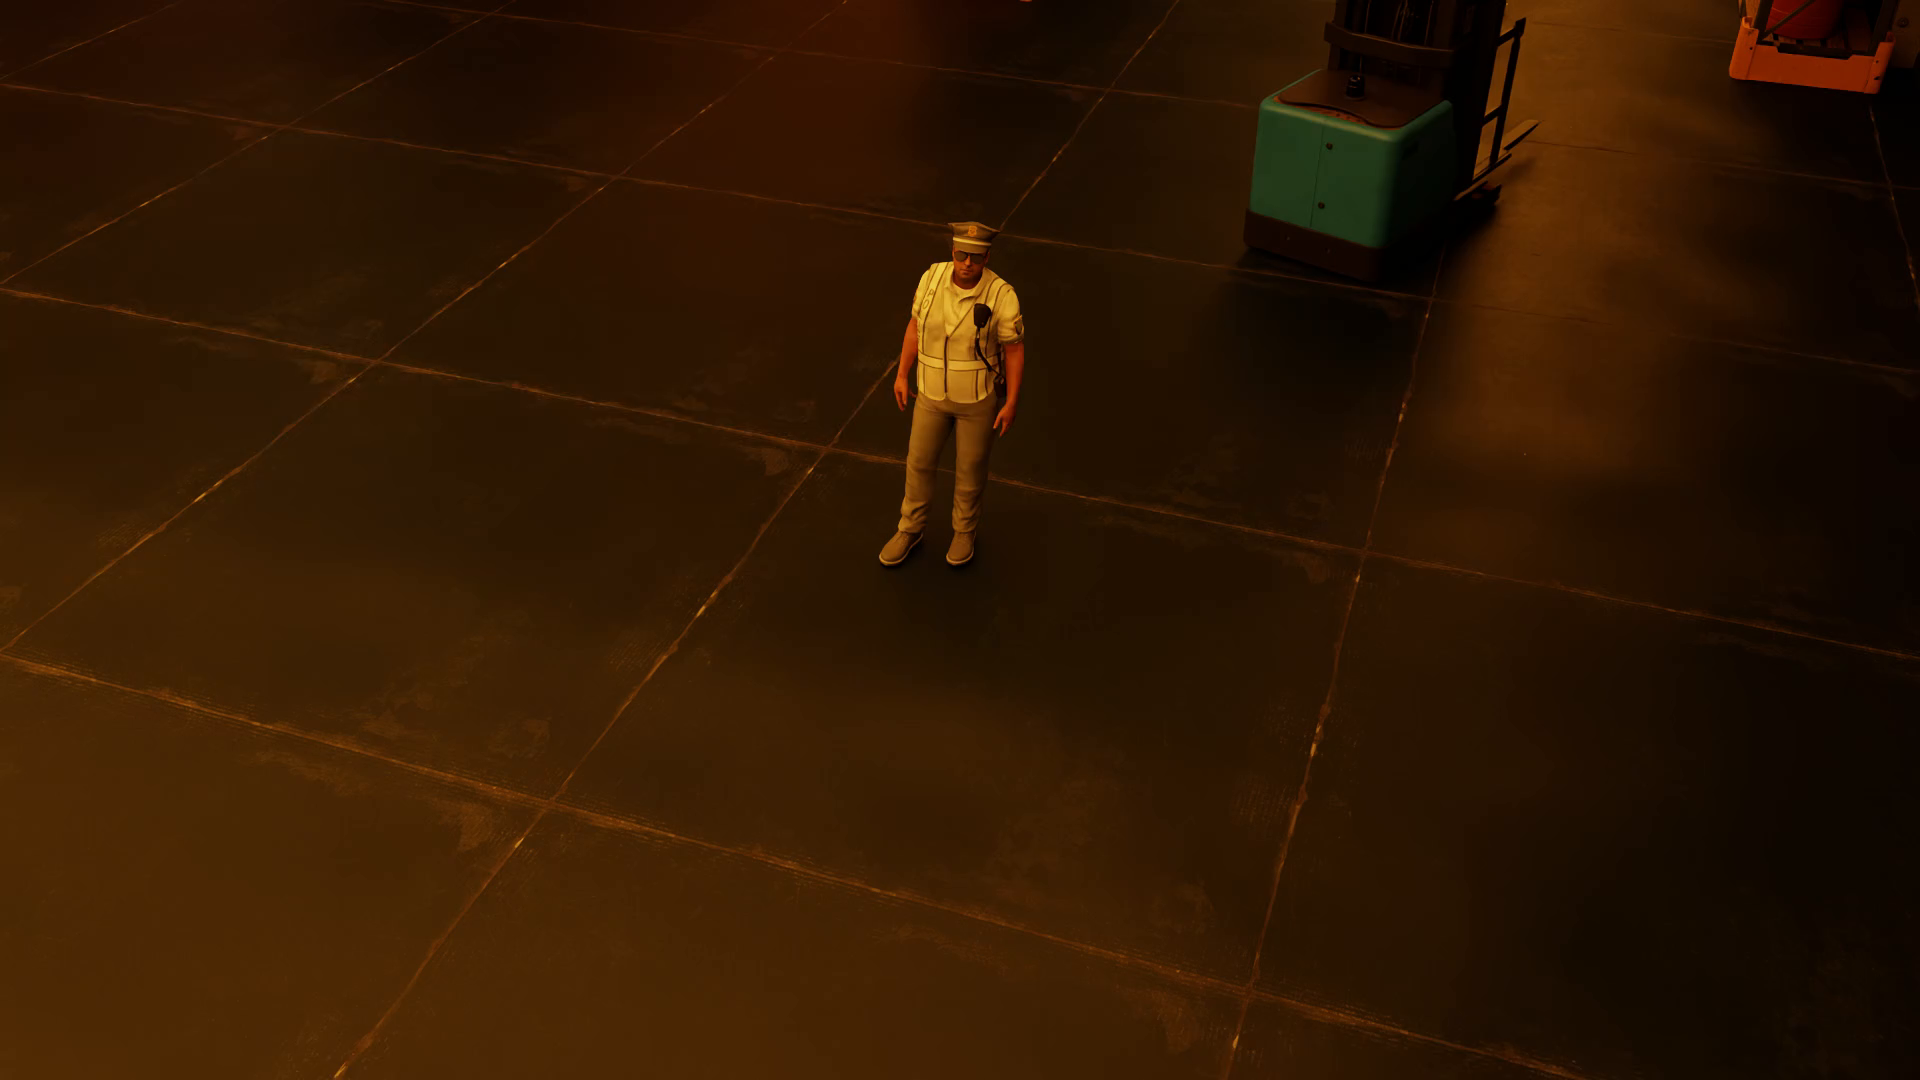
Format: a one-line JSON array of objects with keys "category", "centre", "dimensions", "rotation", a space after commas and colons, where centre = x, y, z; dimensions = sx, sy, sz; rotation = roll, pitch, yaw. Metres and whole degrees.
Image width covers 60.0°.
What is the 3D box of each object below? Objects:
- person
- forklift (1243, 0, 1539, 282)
[{"category": "person", "centre": [-0.037, -0.693, 8.069], "dimensions": [0.640, 1.781, 0.575], "rotation": [12, 37, 16]}, {"category": "forklift", "centre": [3.256, -3.678, 11.299], "dimensions": [1.130, 2.935, 3.031], "rotation": [25, 42, 31]}]
